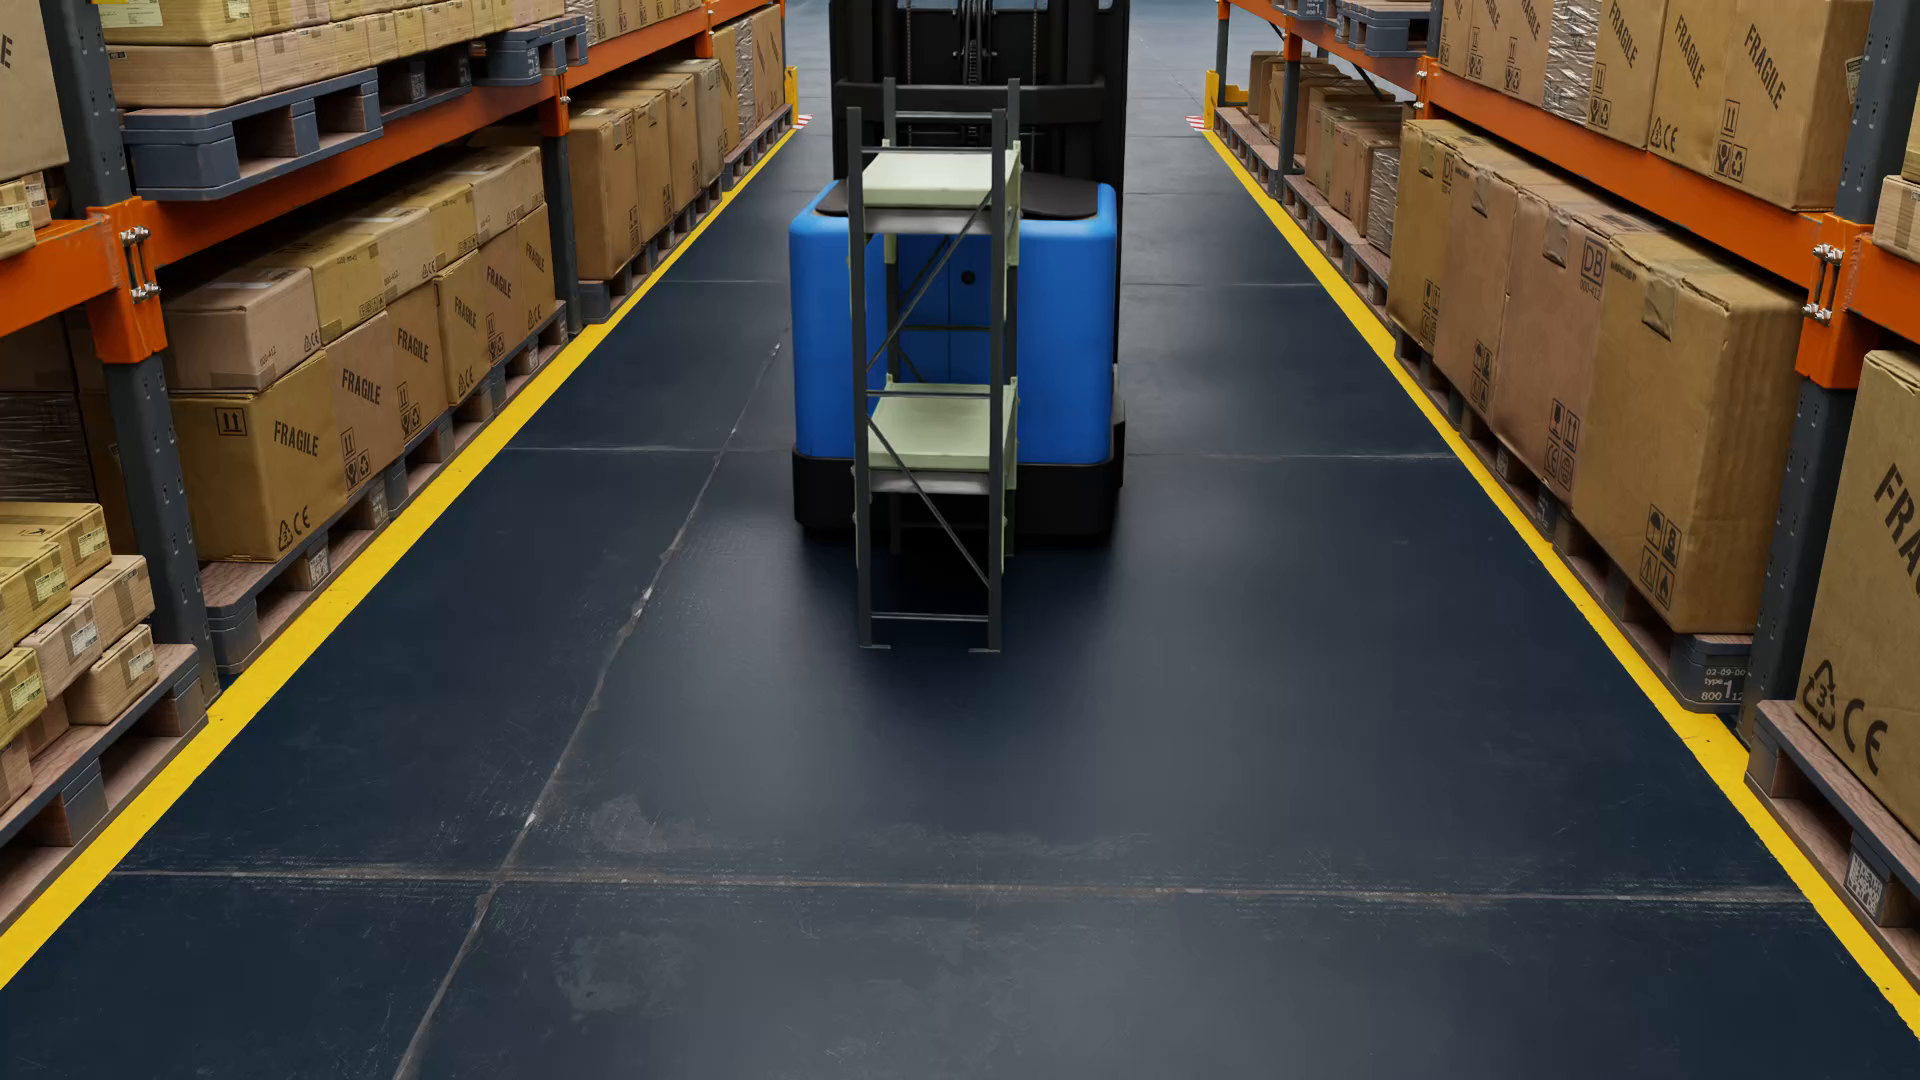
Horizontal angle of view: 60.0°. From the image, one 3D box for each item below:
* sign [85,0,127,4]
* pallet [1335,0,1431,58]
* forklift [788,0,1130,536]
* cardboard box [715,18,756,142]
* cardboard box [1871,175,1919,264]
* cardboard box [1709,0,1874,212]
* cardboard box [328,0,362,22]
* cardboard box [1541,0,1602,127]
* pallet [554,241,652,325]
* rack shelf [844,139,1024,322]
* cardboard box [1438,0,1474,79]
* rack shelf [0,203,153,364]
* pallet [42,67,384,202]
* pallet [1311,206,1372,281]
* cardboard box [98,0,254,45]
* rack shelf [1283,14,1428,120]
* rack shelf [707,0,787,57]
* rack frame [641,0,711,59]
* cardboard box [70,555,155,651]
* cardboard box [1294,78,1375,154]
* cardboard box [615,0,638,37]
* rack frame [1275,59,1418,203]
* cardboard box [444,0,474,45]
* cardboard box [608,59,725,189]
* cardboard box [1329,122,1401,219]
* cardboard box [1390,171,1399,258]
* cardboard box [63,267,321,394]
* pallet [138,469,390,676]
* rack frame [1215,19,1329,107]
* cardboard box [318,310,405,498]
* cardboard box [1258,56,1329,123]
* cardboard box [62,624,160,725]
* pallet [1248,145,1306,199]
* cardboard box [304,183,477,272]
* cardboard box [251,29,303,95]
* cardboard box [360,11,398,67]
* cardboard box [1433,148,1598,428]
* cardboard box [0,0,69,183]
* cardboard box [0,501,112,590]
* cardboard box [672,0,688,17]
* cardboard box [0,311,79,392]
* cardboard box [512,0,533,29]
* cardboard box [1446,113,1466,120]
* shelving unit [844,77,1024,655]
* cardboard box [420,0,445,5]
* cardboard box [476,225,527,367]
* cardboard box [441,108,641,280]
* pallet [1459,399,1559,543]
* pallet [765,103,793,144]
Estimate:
[{"bbox_3d":[-1.936,-1.366,3.706,0.100,0.325,0.005,1,21,2],"label":"sign"},{"bbox_3d":[2.513,-2.490,8.066,1.213,0.211,1.003,1,21,2],"label":"pallet"},{"bbox_3d":[0.090,-1.871,6.299,1.130,2.935,3.031,2,21,4],"label":"forklift"},{"bbox_3d":[-2.123,-3.616,13.059,0.875,0.875,0.875,1,21,2],"label":"cardboard box"},{"bbox_3d":[2.134,-0.654,3.416,0.380,0.149,0.250,1,21,2],"label":"cardboard box"},{"bbox_3d":[2.217,-1.093,4.062,0.500,0.500,0.500,1,21,2],"label":"cardboard box"},{"bbox_3d":[-1.986,-1.602,4.865,0.380,0.149,0.250,0,21,-1],"label":"cardboard box"},{"bbox_3d":[2.268,-1.642,5.477,0.500,0.500,0.500,1,21,2],"label":"cardboard box"},{"bbox_3d":[-2.258,-1.396,8.836,1.003,0.211,1.213,1,21,2],"label":"pallet"},{"bbox_3d":[-0.055,-0.881,4.647,0.431,0.370,0.720,2,21,4],"label":"rack shelf"},{"bbox_3d":[2.311,-2.195,6.901,0.500,0.500,0.500,1,21,3],"label":"cardboard box"},{"bbox_3d":[-2.540,0.093,2.138,1.077,0.370,4.000,1,21,2],"label":"rack shelf"},{"bbox_3d":[-2.310,-1.151,4.614,1.003,0.211,1.213,1,21,2],"label":"pallet"},{"bbox_3d":[2.663,-1.743,9.730,1.003,0.211,1.213,1,21,2],"label":"pallet"},{"bbox_3d":[-2.007,-1.320,4.141,0.380,0.149,0.250,1,21,2],"label":"cardboard box"},{"bbox_3d":[2.658,-2.709,9.358,1.077,0.370,4.000,1,21,2],"label":"rack shelf"},{"bbox_3d":[-2.175,-4.246,13.320,1.077,0.370,4.000,1,21,2],"label":"rack shelf"},{"bbox_3d":[-2.235,-3.858,11.326,1.000,3.000,0.127,1,21,2],"label":"rack frame"},{"bbox_3d":[-2.171,0.146,3.955,0.380,0.149,0.250,1,21,3],"label":"cardboard box"},{"bbox_3d":[2.781,-3.149,12.373,0.500,0.500,0.500,8,22,19],"label":"cardboard box"},{"bbox_3d":[-2.045,-2.984,8.935,0.500,0.500,0.500,1,21,2],"label":"cardboard box"},{"bbox_3d":[2.719,-3.767,11.091,1.000,3.000,0.127,1,21,2],"label":"rack frame"},{"bbox_3d":[-1.957,-1.844,5.900,0.380,0.149,0.250,1,21,3],"label":"cardboard box"},{"bbox_3d":[-2.164,-2.780,11.076,1.050,0.750,0.750,1,21,1],"label":"cardboard box"},{"bbox_3d":[2.629,-2.211,9.927,0.700,0.500,0.500,-1,21,-3],"label":"cardboard box"},{"bbox_3d":[2.598,-1.603,8.361,0.700,0.500,0.500,0,21,-1],"label":"cardboard box"},{"bbox_3d":[-2.192,-0.610,4.793,0.500,0.250,0.500,0,21,-1],"label":"cardboard box"},{"bbox_3d":[-2.457,0.053,5.101,1.003,0.211,1.213,1,21,2],"label":"pallet"},{"bbox_3d":[2.841,-5.213,14.819,1.000,3.000,0.127,1,21,2],"label":"rack frame"},{"bbox_3d":[-2.177,-0.452,5.422,0.500,0.500,0.500,2,21,4],"label":"cardboard box"},{"bbox_3d":[2.821,-3.802,14.055,0.500,0.500,0.500,6,22,16],"label":"cardboard box"},{"bbox_3d":[-2.150,0.313,3.936,0.380,0.149,0.250,1,21,2],"label":"cardboard box"},{"bbox_3d":[2.704,-2.710,12.223,1.003,0.211,1.213,1,21,2],"label":"pallet"},{"bbox_3d":[-2.152,-1.176,6.250,0.500,0.250,0.500,1,21,3],"label":"cardboard box"},{"bbox_3d":[-2.004,-1.282,4.453,0.380,0.149,0.250,1,21,2],"label":"cardboard box"},{"bbox_3d":[-1.977,-1.555,5.157,0.380,0.149,0.250,0,21,-1],"label":"cardboard box"},{"bbox_3d":[2.521,-0.955,6.199,1.225,0.875,0.875,1,21,2],"label":"cardboard box"},{"bbox_3d":[-2.211,-0.973,3.341,0.500,0.500,0.500,1,21,2],"label":"cardboard box"},{"bbox_3d":[-2.229,0.022,3.864,0.380,0.149,0.250,1,21,3],"label":"cardboard box"},{"bbox_3d":[-2.000,-3.531,10.343,0.500,0.500,0.500,0,21,1],"label":"cardboard box"},{"bbox_3d":[-2.709,-0.618,4.813,0.500,0.250,0.500,0,21,0],"label":"cardboard box"},{"bbox_3d":[-1.929,-2.125,6.624,0.380,0.149,0.250,1,21,3],"label":"cardboard box"},{"bbox_3d":[2.588,-1.953,8.226,0.500,0.250,0.500,1,21,4],"label":"cardboard box"},{"bbox_3d":[-0.055,-0.517,4.789,0.431,1.500,0.755,2,21,4],"label":"shelving unit"},{"bbox_3d":[-1.962,-1.886,5.598,0.380,0.149,0.250,0,21,1],"label":"cardboard box"},{"bbox_3d":[-2.135,-1.014,6.871,0.500,0.500,0.500,1,21,4],"label":"cardboard box"},{"bbox_3d":[-2.249,-1.778,8.495,1.050,0.750,0.750,0,21,1],"label":"cardboard box"},{"bbox_3d":[2.458,-0.297,6.002,1.003,0.211,1.213,1,21,2],"label":"pallet"},{"bbox_3d":[-2.060,-3.715,14.811,1.003,0.211,1.213,1,21,2],"label":"pallet"}]
